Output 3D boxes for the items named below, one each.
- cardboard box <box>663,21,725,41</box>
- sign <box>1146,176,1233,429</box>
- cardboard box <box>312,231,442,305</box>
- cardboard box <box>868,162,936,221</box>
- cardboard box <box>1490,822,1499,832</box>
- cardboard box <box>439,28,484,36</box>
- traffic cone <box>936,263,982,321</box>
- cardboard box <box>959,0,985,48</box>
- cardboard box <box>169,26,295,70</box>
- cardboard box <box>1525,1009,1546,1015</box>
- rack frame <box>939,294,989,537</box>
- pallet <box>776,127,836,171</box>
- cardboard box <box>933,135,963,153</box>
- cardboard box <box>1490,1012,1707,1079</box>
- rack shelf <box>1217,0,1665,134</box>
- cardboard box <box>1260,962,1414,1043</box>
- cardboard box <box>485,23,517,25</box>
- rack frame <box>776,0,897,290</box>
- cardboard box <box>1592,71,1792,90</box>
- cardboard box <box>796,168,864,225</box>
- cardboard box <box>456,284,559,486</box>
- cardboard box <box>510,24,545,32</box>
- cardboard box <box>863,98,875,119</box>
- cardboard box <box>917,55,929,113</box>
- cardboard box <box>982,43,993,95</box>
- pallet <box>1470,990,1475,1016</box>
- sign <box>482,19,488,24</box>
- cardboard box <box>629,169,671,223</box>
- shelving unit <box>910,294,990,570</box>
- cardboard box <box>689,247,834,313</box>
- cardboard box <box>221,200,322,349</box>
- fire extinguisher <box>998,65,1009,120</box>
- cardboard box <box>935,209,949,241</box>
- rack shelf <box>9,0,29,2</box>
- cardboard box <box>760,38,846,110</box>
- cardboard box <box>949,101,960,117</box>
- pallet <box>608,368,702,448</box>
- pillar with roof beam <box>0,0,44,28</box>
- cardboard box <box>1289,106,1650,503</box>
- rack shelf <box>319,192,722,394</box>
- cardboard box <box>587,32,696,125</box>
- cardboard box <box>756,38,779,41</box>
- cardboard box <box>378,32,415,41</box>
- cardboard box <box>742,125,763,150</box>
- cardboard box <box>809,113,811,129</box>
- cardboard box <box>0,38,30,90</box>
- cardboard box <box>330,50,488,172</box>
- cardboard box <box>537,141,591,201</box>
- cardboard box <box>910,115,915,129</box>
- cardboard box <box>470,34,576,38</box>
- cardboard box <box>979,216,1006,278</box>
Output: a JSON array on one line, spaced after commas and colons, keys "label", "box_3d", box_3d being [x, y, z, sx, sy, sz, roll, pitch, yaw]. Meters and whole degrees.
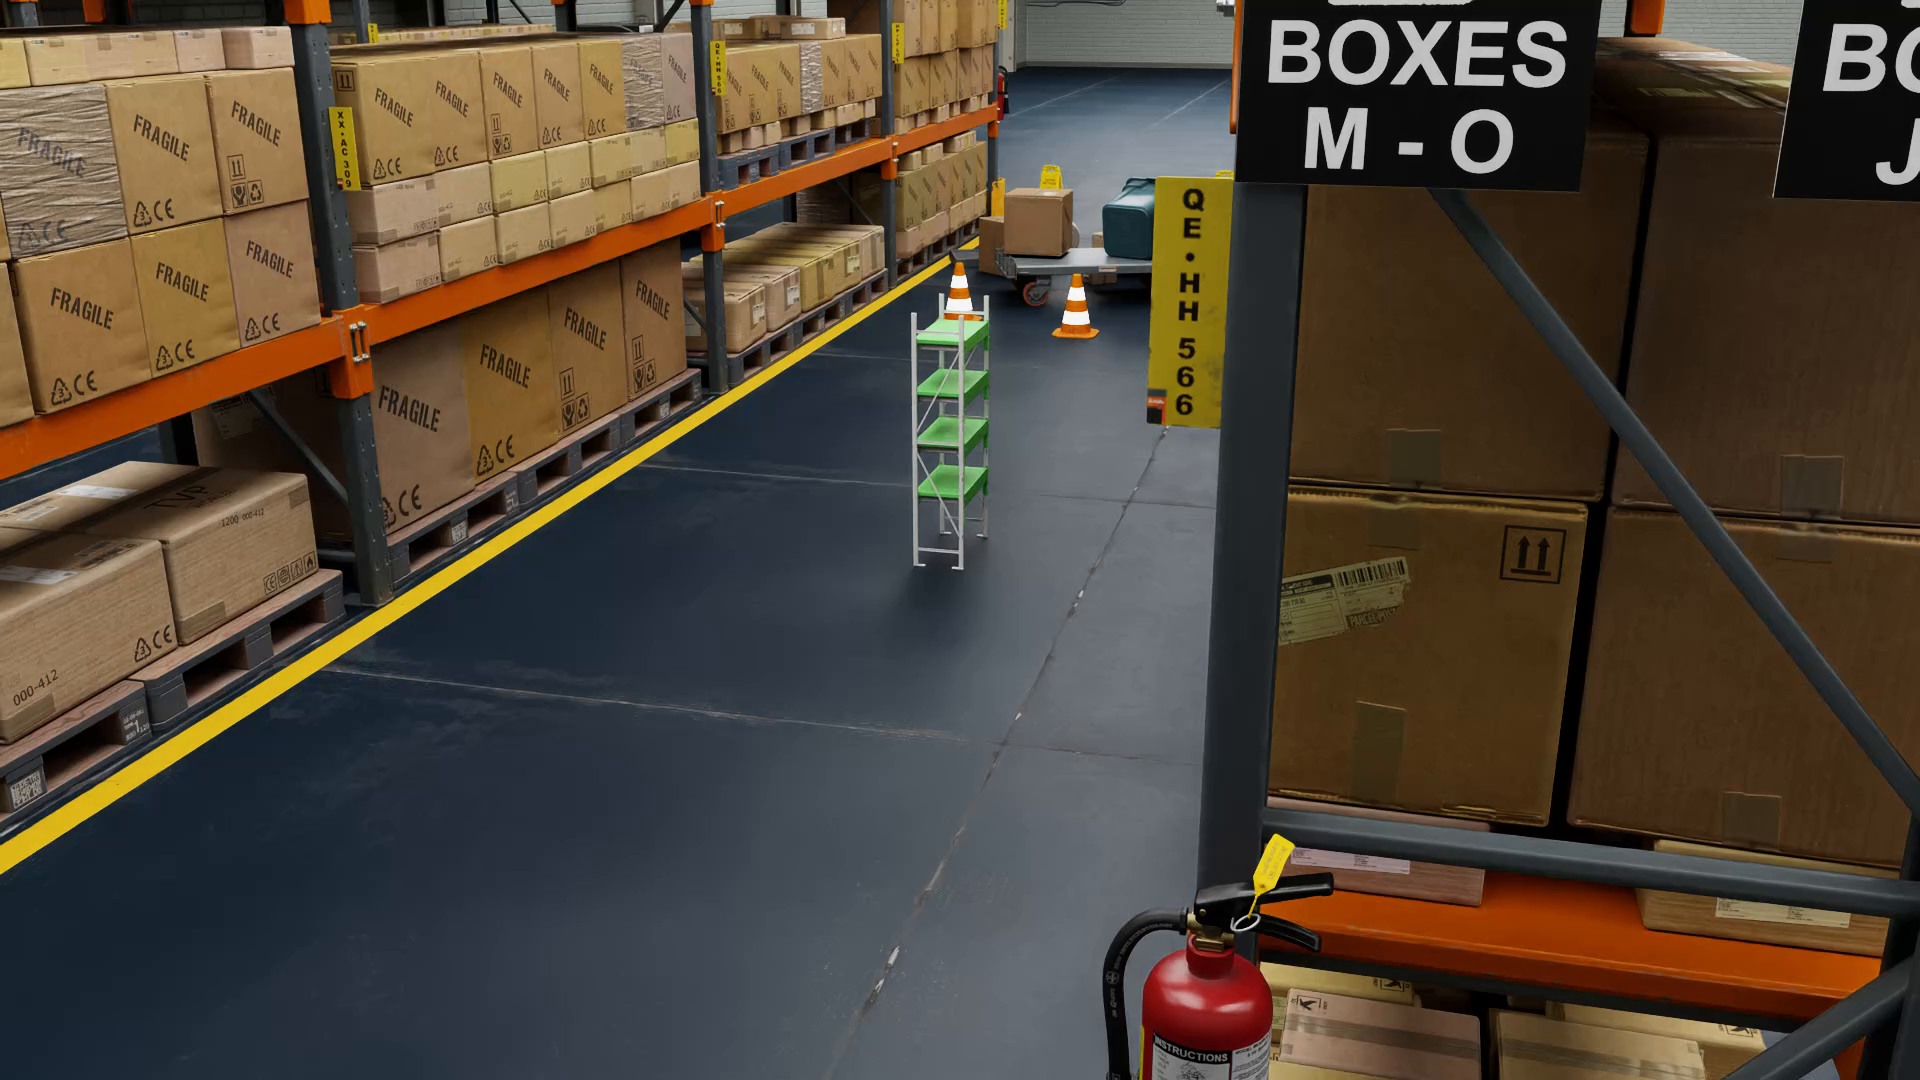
[{"label": "cardboard box", "box_3d": [-1.913, -3.654, 11.975, 0.380, 0.149, 0.250, 4, 19, 11]}, {"label": "sign", "box_3d": [0.298, -0.306, 2.161, 0.100, 0.325, 0.005, 5, 19, 13]}, {"label": "cardboard box", "box_3d": [-2.652, -1.217, 7.342, 0.500, 0.250, 0.500, 4, 19, 12]}, {"label": "cardboard box", "box_3d": [-0.536, -3.263, 15.545, 0.500, 0.500, 0.500, 5, 20, 16]}, {"label": "cardboard box", "box_3d": [0.734, 0.361, 2.878, 0.380, 0.149, 0.250, 5, 19, 13]}, {"label": "cardboard box", "box_3d": [-5.150, -5.208, 17.176, 0.380, 0.149, 0.250, 5, 19, 14]}, {"label": "traffic cone", "box_3d": [-0.007, -1.979, 13.265, 0.336, 0.463, 0.334, 5, 19, 13]}, {"label": "cardboard box", "box_3d": [-0.153, -5.090, 16.287, 0.700, 0.500, 0.500, 4, 19, 13]}, {"label": "cardboard box", "box_3d": [-2.783, -1.877, 6.336, 0.380, 0.149, 0.250, 4, 19, 12]}, {"label": "cardboard box", "box_3d": [1.472, 1.071, 3.713, 0.380, 0.149, 0.250, 5, 20, 15]}, {"label": "rack frame", "box_3d": [0.019, -0.592, 8.066, 0.240, 1.200, 0.015, 5, 19, 13]}, {"label": "pallet", "box_3d": [-1.595, -2.958, 12.503, 1.003, 0.211, 1.213, 5, 19, 13]}, {"label": "cardboard box", "box_3d": [-0.182, -3.938, 16.518, 0.380, 0.149, 0.250, 6, 20, 16]}, {"label": "cardboard box", "box_3d": [1.240, 1.078, 3.233, 0.380, 0.149, 0.250, 5, 19, 14]}, {"label": "rack shelf", "box_3d": [1.320, -1.264, 3.720, 1.077, 0.370, 4.000, 5, 19, 13]}, {"label": "cardboard box", "box_3d": [0.772, 0.959, 3.578, 0.380, 0.149, 0.250, 4, 19, 12]}, {"label": "cardboard box", "box_3d": [-5.187, -5.730, 18.703, 0.380, 0.149, 0.250, 4, 19, 12]}, {"label": "rack frame", "box_3d": [-1.061, -3.678, 14.316, 1.000, 3.000, 0.127, 5, 19, 13]}, {"label": "cardboard box", "box_3d": [1.464, -0.659, 3.314, 0.500, 0.500, 0.500, 4, 19, 12]}, {"label": "cardboard box", "box_3d": [-1.177, -3.137, 15.177, 0.500, 0.500, 0.500, 4, 19, 13]}, {"label": "cardboard box", "box_3d": [-2.729, -0.849, 8.669, 0.875, 0.875, 0.875, 5, 20, 15]}, {"label": "cardboard box", "box_3d": [-4.812, -5.609, 18.351, 0.380, 0.149, 0.250, 5, 19, 13]}, {"label": "cardboard box", "box_3d": [-0.919, -3.575, 13.753, 0.380, 0.149, 0.250, 5, 19, 14]}, {"label": "cardboard box", "box_3d": [-0.583, -4.142, 15.057, 0.500, 0.500, 0.500, 5, 19, 13]}, {"label": "cardboard box", "box_3d": [0.051, -4.928, 17.361, 0.500, 0.500, 0.500, 4, 19, 12]}, {"label": "pallet", "box_3d": [1.383, 1.105, 4.627, 1.003, 0.211, 1.213, 5, 19, 13]}, {"label": "sign", "box_3d": [-5.435, -5.816, 19.112, 0.100, 0.325, 0.005, 5, 19, 13]}, {"label": "cardboard box", "box_3d": [-2.020, -2.013, 9.673, 0.500, 0.250, 0.500, 5, 19, 14]}, {"label": "shelving unit", "box_3d": [-0.040, -0.516, 7.842, 0.258, 1.200, 0.503, 5, 19, 13]}, {"label": "cardboard box", "box_3d": [-1.528, -2.025, 12.892, 0.950, 0.372, 0.625, 5, 20, 15]}, {"label": "cardboard box", "box_3d": [-2.881, -1.053, 6.474, 0.500, 0.500, 0.500, 5, 19, 14]}, {"label": "fire extinguisher", "box_3d": [0.391, -4.895, 17.998, 0.296, 0.674, 0.183, 5, 19, 13]}, {"label": "cardboard box", "box_3d": [-0.409, -3.074, 16.152, 0.500, 0.250, 0.500, 4, 19, 13]}, {"label": "rack shelf", "box_3d": [-7.341, -3.268, 9.586, 1.077, 0.370, 4.000, 5, 19, 13]}, {"label": "cardboard box", "box_3d": [-1.204, -3.586, 12.780, 0.500, 0.500, 0.500, 5, 20, 15]}, {"label": "cardboard box", "box_3d": [-0.213, -4.273, 16.445, 0.380, 0.149, 0.250, 4, 19, 13]}, {"label": "pallet", "box_3d": [-2.304, -0.864, 10.390, 1.003, 0.211, 1.213, 5, 19, 13]}, {"label": "pillar with roof beam", "box_3d": [-3.234, -5.794, 11.230, 9.100, 9.000, 0.400, 5, 19, 13]}, {"label": "cardboard box", "box_3d": [0.702, -0.382, 2.504, 0.500, 0.500, 0.500, 4, 19, 12]}, {"label": "rack shelf", "box_3d": [-2.527, -1.457, 8.927, 1.077, 0.370, 4.000, 5, 19, 13]}, {"label": "cardboard box", "box_3d": [-1.911, -2.762, 9.933, 0.500, 0.500, 0.500, 4, 19, 12]}, {"label": "cardboard box", "box_3d": [-1.710, -3.630, 12.910, 0.500, 0.500, 0.500, 5, 19, 13]}, {"label": "cardboard box", "box_3d": [-5.480, -4.811, 16.012, 0.380, 0.149, 0.250, 4, 19, 12]}, {"label": "cardboard box", "box_3d": [-1.566, -2.760, 11.366, 0.380, 0.149, 0.250, 3, 19, 10]}, {"label": "cardboard box", "box_3d": [-1.347, -3.182, 12.602, 0.380, 0.149, 0.250, 4, 19, 11]}, {"label": "cardboard box", "box_3d": [-3.156, -1.481, 5.178, 0.380, 0.149, 0.250, 4, 19, 12]}, {"label": "cardboard box", "box_3d": [-2.532, -1.968, 7.608, 0.500, 0.500, 0.500, 5, 19, 13]}, {"label": "cardboard box", "box_3d": [-2.264, -1.933, 8.664, 0.500, 0.250, 0.500, 4, 19, 12]}, {"label": "cardboard box", "box_3d": [-0.627, -3.802, 15.067, 0.380, 0.149, 0.250, 5, 19, 13]}, {"label": "cardboard box", "box_3d": [-2.508, -2.654, 9.615, 0.500, 0.500, 0.500, 5, 19, 14]}, {"label": "cardboard box", "box_3d": [0.520, -2.725, 15.389, 0.500, 0.500, 0.500, -13, 23, -34]}]
